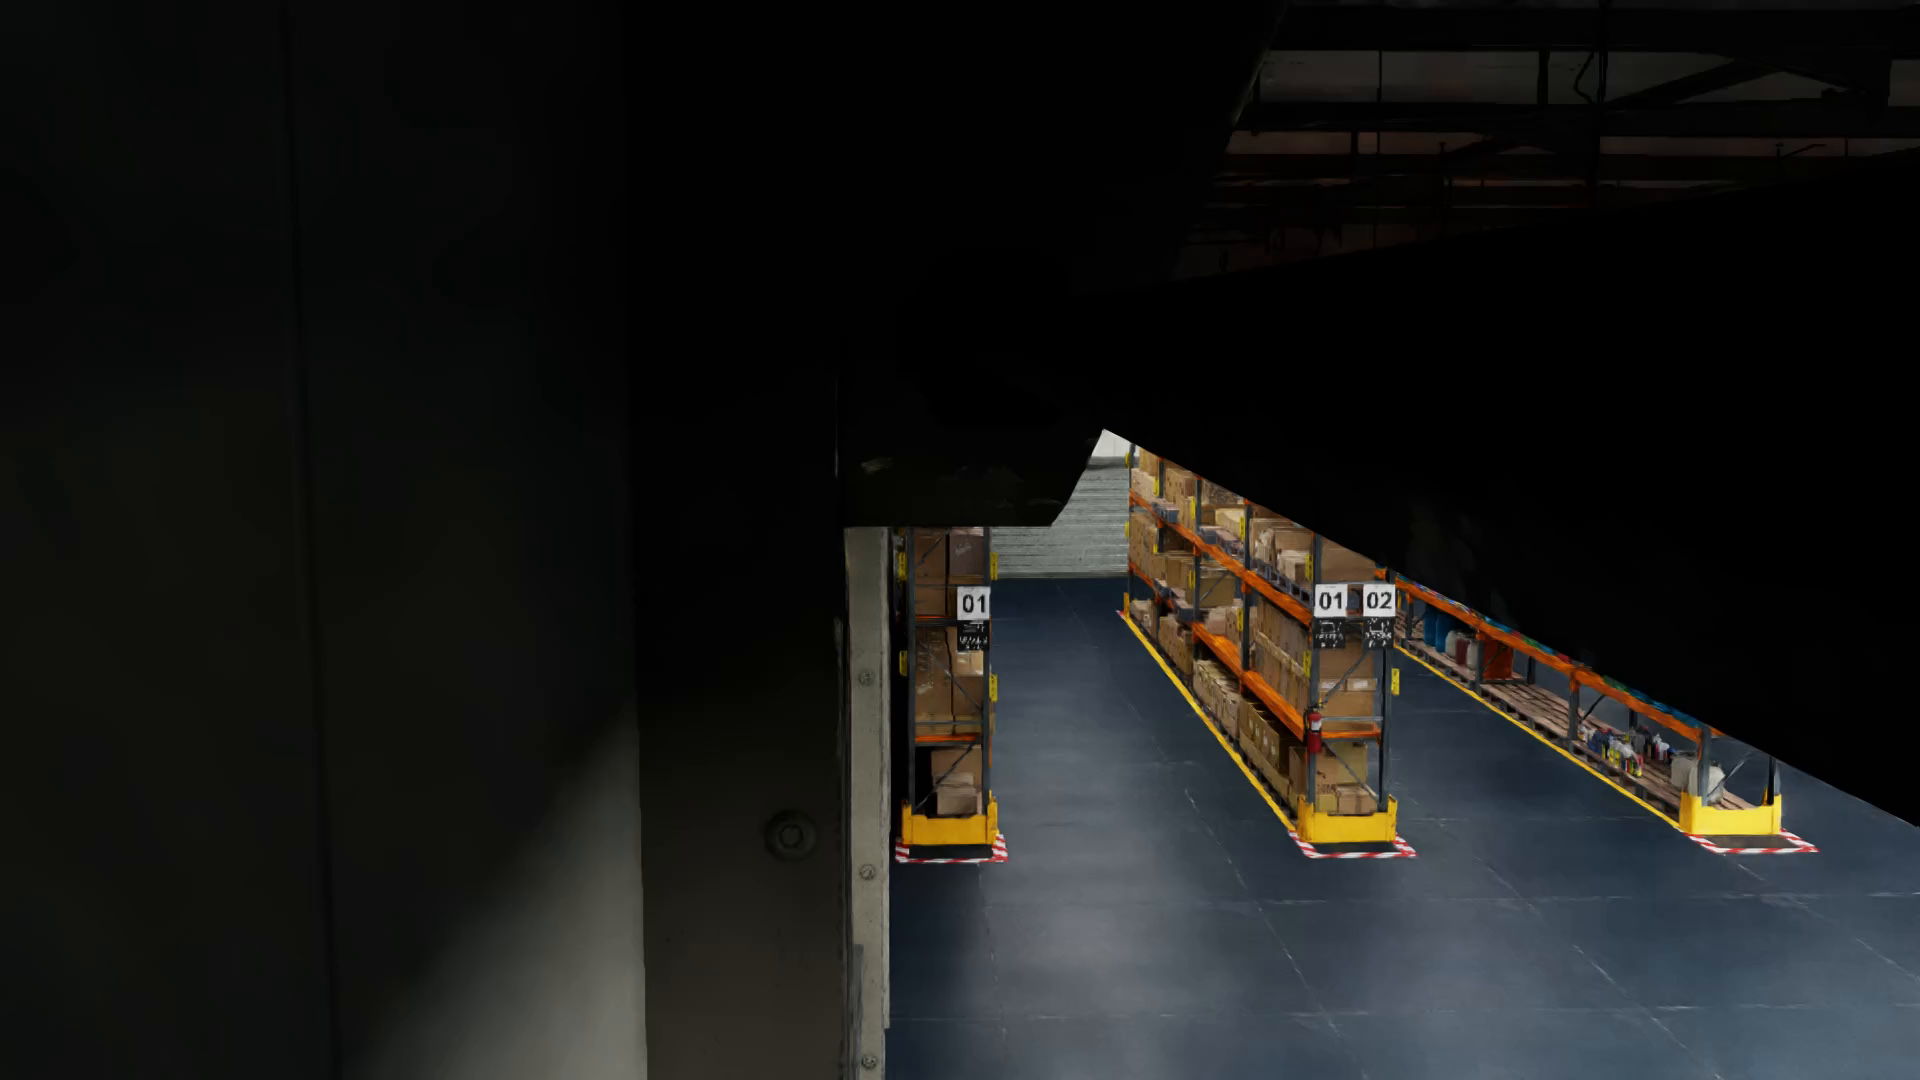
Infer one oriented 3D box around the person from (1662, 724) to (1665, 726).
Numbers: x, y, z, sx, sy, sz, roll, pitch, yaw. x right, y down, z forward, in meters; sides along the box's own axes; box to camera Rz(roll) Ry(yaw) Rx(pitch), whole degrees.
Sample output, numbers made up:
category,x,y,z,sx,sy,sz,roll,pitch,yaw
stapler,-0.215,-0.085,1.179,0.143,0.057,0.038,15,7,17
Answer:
category,x,y,z,sx,sy,sz,roll,pitch,yaw
person,11.438,2.169,26.303,0.639,1.632,0.506,0,7,-4
